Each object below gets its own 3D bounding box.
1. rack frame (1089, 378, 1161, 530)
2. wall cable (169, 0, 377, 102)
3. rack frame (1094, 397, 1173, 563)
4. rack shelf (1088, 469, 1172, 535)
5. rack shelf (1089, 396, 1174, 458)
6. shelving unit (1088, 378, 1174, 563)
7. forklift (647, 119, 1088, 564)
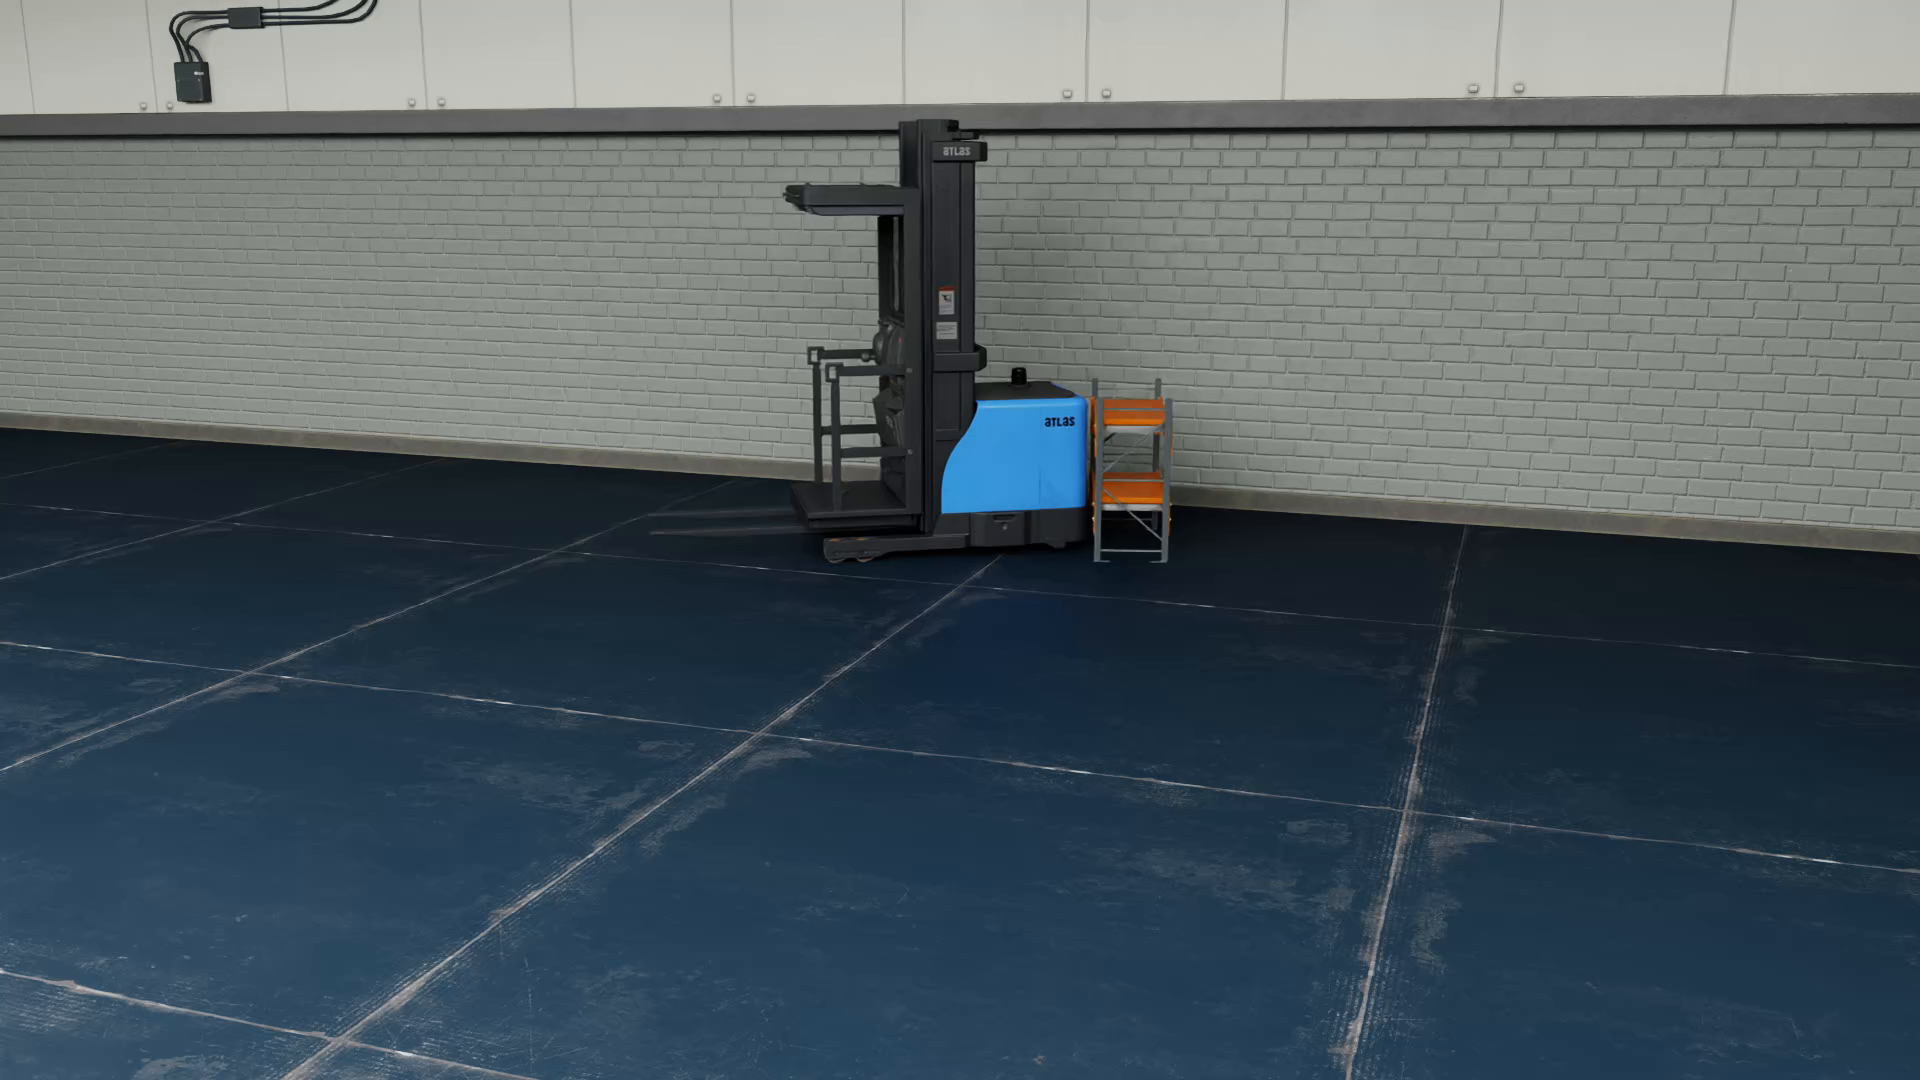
[{"bbox_3d":[1.210,-0.626,12.200,0.500,1.125,0.032,1,13,2],"label":"rack frame"},{"bbox_3d":[-6.144,-6.910,14.396,2.305,6.003,0.169,4,14,18],"label":"wall cable"},{"bbox_3d":[1.165,-0.400,11.209,0.500,1.125,0.032,1,13,2],"label":"rack frame"},{"bbox_3d":[1.187,-0.274,11.759,0.538,0.278,1.000,1,13,2],"label":"rack shelf"},{"bbox_3d":[1.188,-0.798,11.639,0.538,0.278,1.000,1,13,2],"label":"rack shelf"},{"bbox_3d":[1.187,-0.513,11.704,0.538,1.125,1.048,1,13,2],"label":"shelving unit"},{"bbox_3d":[-0.674,-1.397,11.522,3.031,2.935,1.130,-3,13,-12],"label":"forklift"}]
